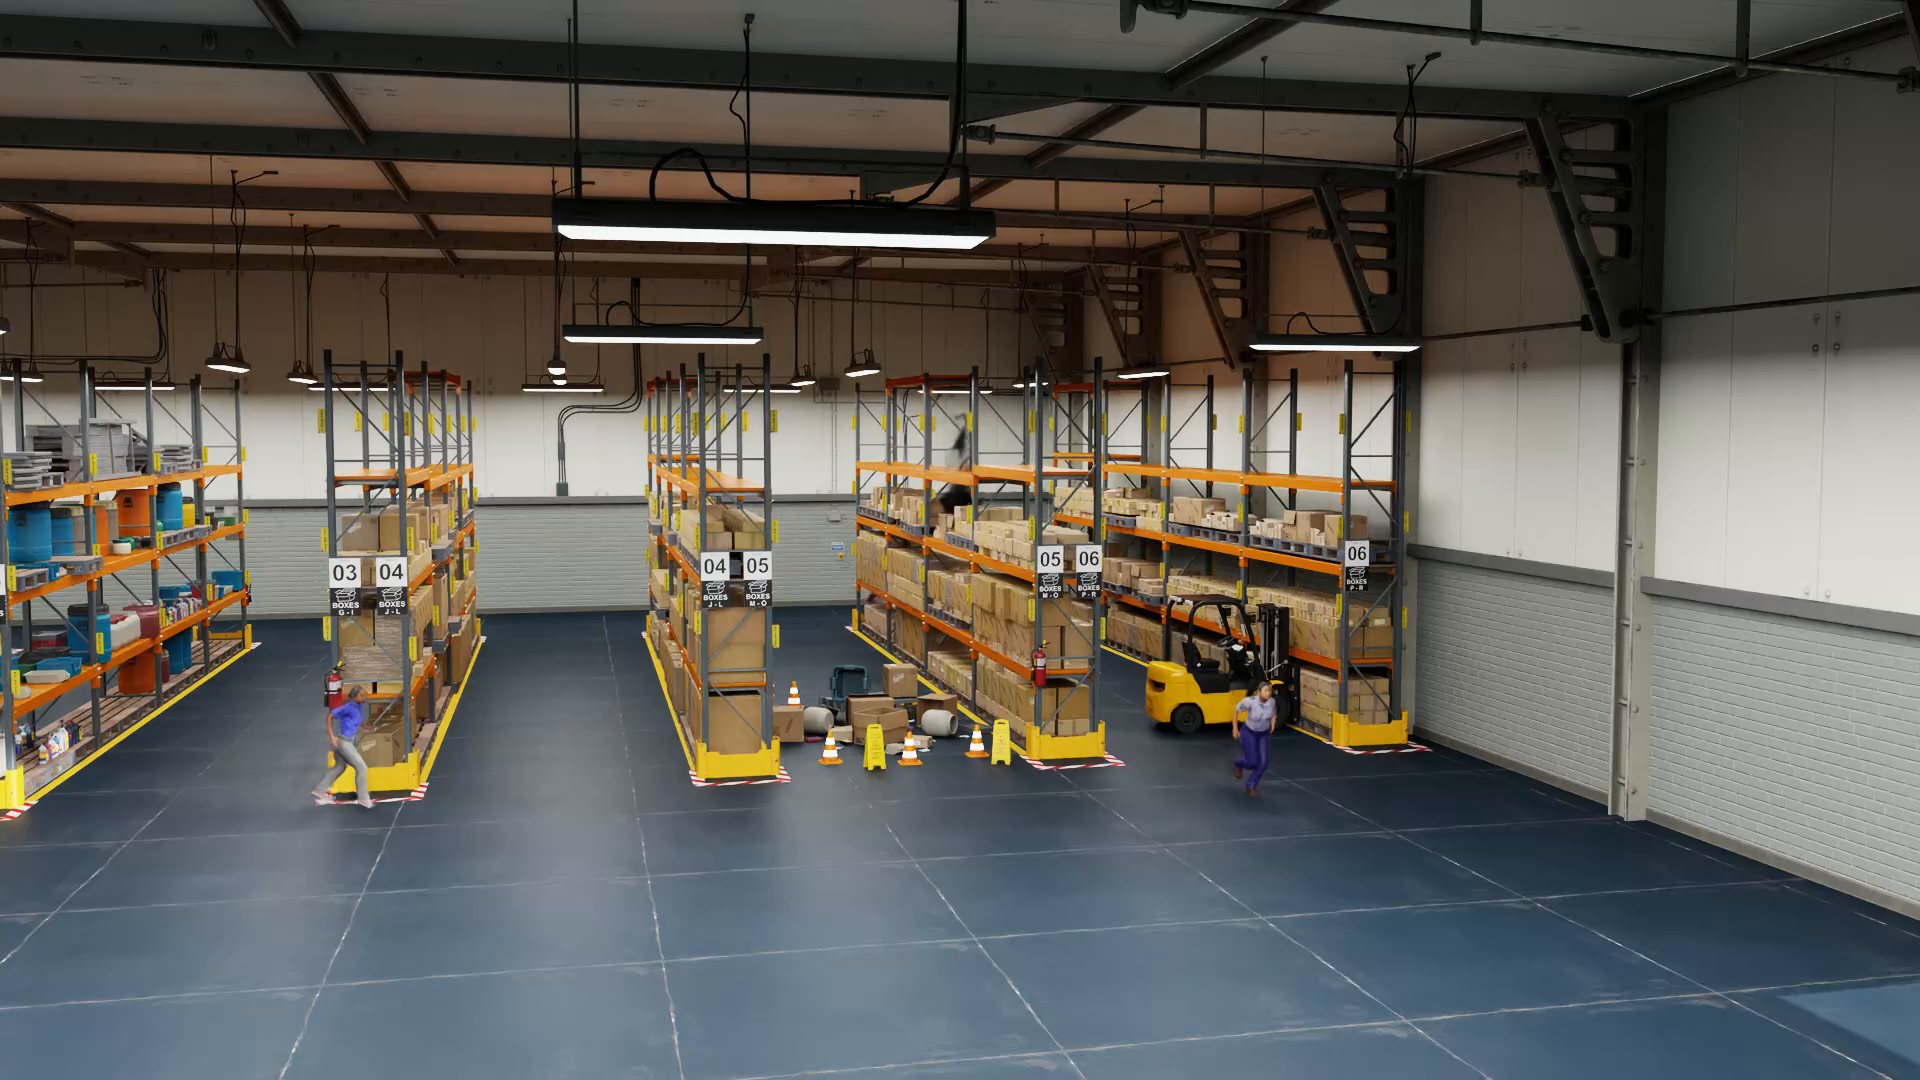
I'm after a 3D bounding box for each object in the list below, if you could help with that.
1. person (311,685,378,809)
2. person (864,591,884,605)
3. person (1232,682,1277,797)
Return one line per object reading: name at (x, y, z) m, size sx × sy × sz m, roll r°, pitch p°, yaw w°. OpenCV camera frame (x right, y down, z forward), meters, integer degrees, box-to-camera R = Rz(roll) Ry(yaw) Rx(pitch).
person at (-8.044, 2.711, 21.599) m, size 0.878 × 1.671 × 0.639 m, roll 0°, pitch 4°, yaw -4°
person at (-2.069, 1.268, 41.719) m, size 0.711 × 1.711 × 0.545 m, roll -1°, pitch 4°, yaw -20°
person at (3.975, 2.674, 22.504) m, size 0.599 × 1.587 × 0.703 m, roll -2°, pitch 4°, yaw -26°
